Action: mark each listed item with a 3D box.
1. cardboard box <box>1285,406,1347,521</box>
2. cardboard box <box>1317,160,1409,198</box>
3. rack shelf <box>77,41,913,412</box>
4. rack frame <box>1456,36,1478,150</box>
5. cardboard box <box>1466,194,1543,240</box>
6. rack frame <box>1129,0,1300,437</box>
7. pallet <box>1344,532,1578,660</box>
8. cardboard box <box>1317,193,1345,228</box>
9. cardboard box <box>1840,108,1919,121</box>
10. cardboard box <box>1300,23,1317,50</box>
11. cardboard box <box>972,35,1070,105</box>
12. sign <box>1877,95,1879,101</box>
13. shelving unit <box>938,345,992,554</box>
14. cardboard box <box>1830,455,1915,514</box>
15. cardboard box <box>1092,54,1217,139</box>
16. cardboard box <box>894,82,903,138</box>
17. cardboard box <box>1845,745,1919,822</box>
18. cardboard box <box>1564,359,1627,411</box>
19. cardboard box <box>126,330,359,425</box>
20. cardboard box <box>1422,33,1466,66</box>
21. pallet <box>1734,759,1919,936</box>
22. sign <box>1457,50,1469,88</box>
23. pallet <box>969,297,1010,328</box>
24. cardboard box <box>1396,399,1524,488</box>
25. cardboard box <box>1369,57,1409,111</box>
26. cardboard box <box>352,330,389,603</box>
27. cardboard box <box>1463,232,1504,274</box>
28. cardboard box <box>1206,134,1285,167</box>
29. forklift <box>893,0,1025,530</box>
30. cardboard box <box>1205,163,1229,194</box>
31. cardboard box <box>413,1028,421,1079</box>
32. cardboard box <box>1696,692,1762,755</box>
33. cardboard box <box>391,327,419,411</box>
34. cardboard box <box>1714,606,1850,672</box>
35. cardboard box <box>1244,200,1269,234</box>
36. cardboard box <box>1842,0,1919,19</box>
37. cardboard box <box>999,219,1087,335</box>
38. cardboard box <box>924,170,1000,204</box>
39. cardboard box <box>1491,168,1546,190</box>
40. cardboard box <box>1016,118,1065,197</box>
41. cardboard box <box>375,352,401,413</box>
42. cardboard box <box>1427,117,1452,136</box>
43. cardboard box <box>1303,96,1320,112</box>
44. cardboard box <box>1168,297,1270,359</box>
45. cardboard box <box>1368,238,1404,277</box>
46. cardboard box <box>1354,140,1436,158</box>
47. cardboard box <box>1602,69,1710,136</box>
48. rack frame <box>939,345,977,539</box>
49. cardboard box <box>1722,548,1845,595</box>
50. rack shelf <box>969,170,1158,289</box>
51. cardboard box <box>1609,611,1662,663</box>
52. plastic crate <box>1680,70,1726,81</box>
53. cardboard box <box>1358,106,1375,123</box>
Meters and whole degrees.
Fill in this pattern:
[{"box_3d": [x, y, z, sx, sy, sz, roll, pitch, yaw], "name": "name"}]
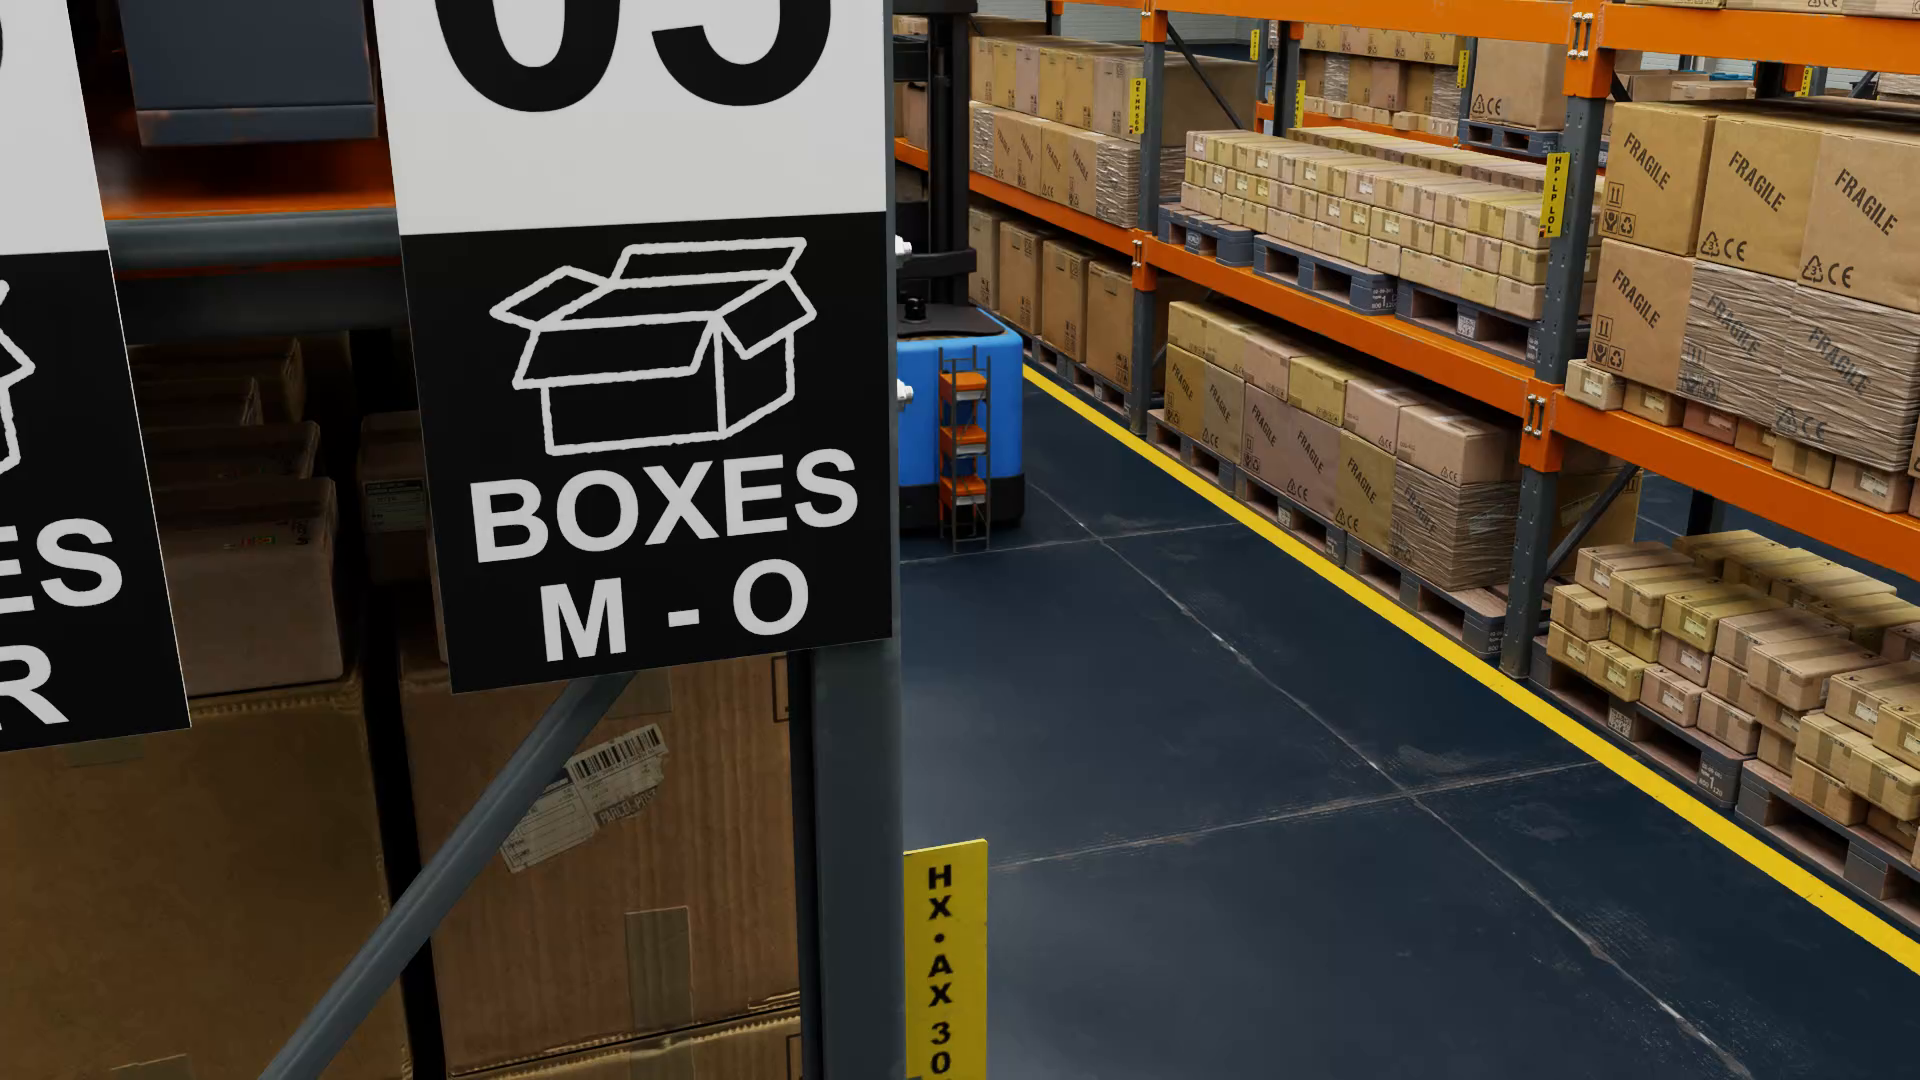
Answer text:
[{"box_3d": [2.072, -0.432, 8.758, 0.500, 0.500, 0.500, -7, 21, -18], "name": "cardboard box"}, {"box_3d": [2.055, -1.842, 8.478, 0.380, 0.149, 0.250, -7, 21, -18], "name": "cardboard box"}, {"box_3d": [-1.177, -0.743, 3.175, 1.077, 0.370, 4.000, -6, 21, -17], "name": "rack shelf"}, {"box_3d": [5.088, -3.932, 15.426, 1.000, 3.000, 0.127, -6, 21, -17], "name": "rack frame"}, {"box_3d": [2.465, -1.424, 7.313, 0.380, 0.149, 0.250, -7, 21, -19], "name": "cardboard box"}, {"box_3d": [1.605, -2.154, 10.475, 1.000, 3.000, 0.127, -6, 21, -17], "name": "rack frame"}, {"box_3d": [2.616, 0.193, 8.068, 1.003, 0.211, 1.213, -6, 21, -17], "name": "pallet"}, {"box_3d": [2.061, -1.697, 8.515, 0.380, 0.149, 0.250, -6, 21, -15], "name": "cardboard box"}, {"box_3d": [3.434, -1.240, 5.865, 0.500, 0.500, 0.500, -7, 21, -19], "name": "cardboard box"}, {"box_3d": [3.895, -5.506, 17.743, 0.500, 0.500, 0.500, -6, 21, -17], "name": "cardboard box"}, {"box_3d": [0.509, -3.796, 13.421, 0.700, 0.500, 0.500, -7, 21, -18], "name": "cardboard box"}, {"box_3d": [9.264, -4.534, 16.691, 0.100, 0.325, 0.005, -6, 21, -17], "name": "sign"}, {"box_3d": [0.024, -0.468, 8.667, 0.215, 1.050, 0.252, -6, 21, -15], "name": "shelving unit"}, {"box_3d": [3.100, -0.209, 5.432, 0.380, 0.149, 0.250, -5, 20, -15], "name": "cardboard box"}, {"box_3d": [1.313, -2.979, 11.145, 0.700, 0.500, 0.500, -7, 21, -18], "name": "cardboard box"}, {"box_3d": [-0.294, -4.144, 15.796, 0.875, 0.550, 0.500, -6, 21, -17], "name": "cardboard box"}, {"box_3d": [3.166, 0.778, 5.471, 0.380, 0.149, 0.250, -6, 21, -17], "name": "cardboard box"}, {"box_3d": [2.640, -0.626, 6.594, 0.380, 0.149, 0.250, -6, 21, -15], "name": "cardboard box"}, {"box_3d": [-1.170, -0.274, 2.656, 0.380, 0.149, 0.250, -7, 21, -18], "name": "cardboard box"}, {"box_3d": [4.685, -4.705, 15.510, 0.500, 0.500, 0.500, -6, 21, -17], "name": "cardboard box"}, {"box_3d": [3.494, 1.046, 5.691, 1.003, 0.211, 1.213, -6, 21, -17], "name": "pallet"}, {"box_3d": [4.575, -4.279, 15.112, 0.100, 0.325, 0.005, -6, 21, -17], "name": "sign"}, {"box_3d": [0.662, -1.885, 13.853, 1.003, 0.211, 1.213, -6, 21, -17], "name": "pallet"}, {"box_3d": [2.388, -0.456, 7.717, 0.500, 0.250, 0.500, -7, 21, -19], "name": "cardboard box"}, {"box_3d": [4.629, -4.584, 16.653, 0.875, 0.500, 0.500, -6, 21, -17], "name": "cardboard box"}, {"box_3d": [-1.427, -0.160, 3.299, 0.500, 0.500, 0.500, -7, 21, -18], "name": "cardboard box"}, {"box_3d": [2.465, -1.281, 7.355, 0.380, 0.149, 0.250, -6, 21, -17], "name": "cardboard box"}, {"box_3d": [1.653, -2.258, 9.637, 0.380, 0.149, 0.250, -7, 21, -19], "name": "cardboard box"}, {"box_3d": [-0.552, -1.876, 9.804, 1.130, 2.935, 3.031, -6, 21, -15], "name": "forklift"}, {"box_3d": [1.653, -2.110, 9.663, 0.380, 0.149, 0.250, -5, 20, -15], "name": "cardboard box"}, {"box_3d": [-0.951, 0.798, 2.109, 0.500, 0.500, 0.500, -6, 21, -17], "name": "cardboard box"}, {"box_3d": [3.010, 0.661, 6.236, 0.380, 0.149, 0.250, -7, 21, -18], "name": "cardboard box"}, {"box_3d": [-0.752, -0.328, 2.805, 0.380, 0.149, 0.250, -6, 21, -17], "name": "cardboard box"}, {"box_3d": [3.034, 0.378, 6.142, 0.380, 0.149, 0.250, -7, 21, -19], "name": "cardboard box"}, {"box_3d": [1.809, -1.809, 9.266, 0.380, 0.149, 0.250, -5, 20, -15], "name": "cardboard box"}, {"box_3d": [3.068, -1.706, 5.012, 0.500, 0.250, 0.500, -5, 20, -15], "name": "cardboard box"}, {"box_3d": [0.928, -2.077, 12.967, 1.050, 0.750, 0.750, -6, 21, -17], "name": "cardboard box"}, {"box_3d": [0.216, -2.844, 14.920, 0.875, 0.875, 0.875, -6, 21, -16], "name": "cardboard box"}, {"box_3d": [2.846, -1.739, 8.190, 0.380, 0.149, 0.250, -7, 21, -18], "name": "cardboard box"}, {"box_3d": [0.731, -2.801, 12.131, 0.500, 0.500, 0.500, -6, 21, -16], "name": "cardboard box"}, {"box_3d": [-0.767, -0.059, 3.018, 0.500, 0.500, 0.500, -7, 21, -18], "name": "cardboard box"}, {"box_3d": [4.672, -3.933, 15.800, 0.380, 0.149, 0.250, -6, 21, -17], "name": "cardboard box"}, {"box_3d": [3.917, -4.738, 18.043, 0.380, 0.149, 0.250, -6, 21, -17], "name": "cardboard box"}, {"box_3d": [1.592, -1.281, 10.012, 0.500, 0.250, 0.500, -7, 21, -20], "name": "cardboard box"}, {"box_3d": [2.219, -1.389, 8.095, 0.380, 0.149, 0.250, -7, 21, -20], "name": "cardboard box"}, {"box_3d": [2.441, -2.154, 9.347, 0.380, 0.149, 0.250, -6, 21, -16], "name": "cardboard box"}, {"box_3d": [5.720, -3.632, 13.816, 0.797, 0.503, 0.637, -4, 20, -12], "name": "cardboard box"}, {"box_3d": [-0.010, -0.508, 8.778, 0.200, 1.050, 0.008, -6, 21, -15], "name": "rack frame"}, {"box_3d": [3.339, 0.158, 6.754, 0.380, 0.149, 0.250, -6, 21, -17], "name": "cardboard box"}, {"box_3d": [0.976, -2.457, 12.384, 1.077, 0.370, 4.000, -6, 21, -17], "name": "rack shelf"}, {"box_3d": [2.837, 0.356, 6.644, 0.380, 0.149, 0.250, -6, 21, -17], "name": "cardboard box"}, {"box_3d": [8.974, -5.543, 20.131, 0.499, 0.251, 0.616, -6, 21, -17], "name": "plastic crate"}, {"box_3d": [4.284, -4.334, 16.918, 0.380, 0.149, 0.250, -6, 21, -17], "name": "cardboard box"}]
